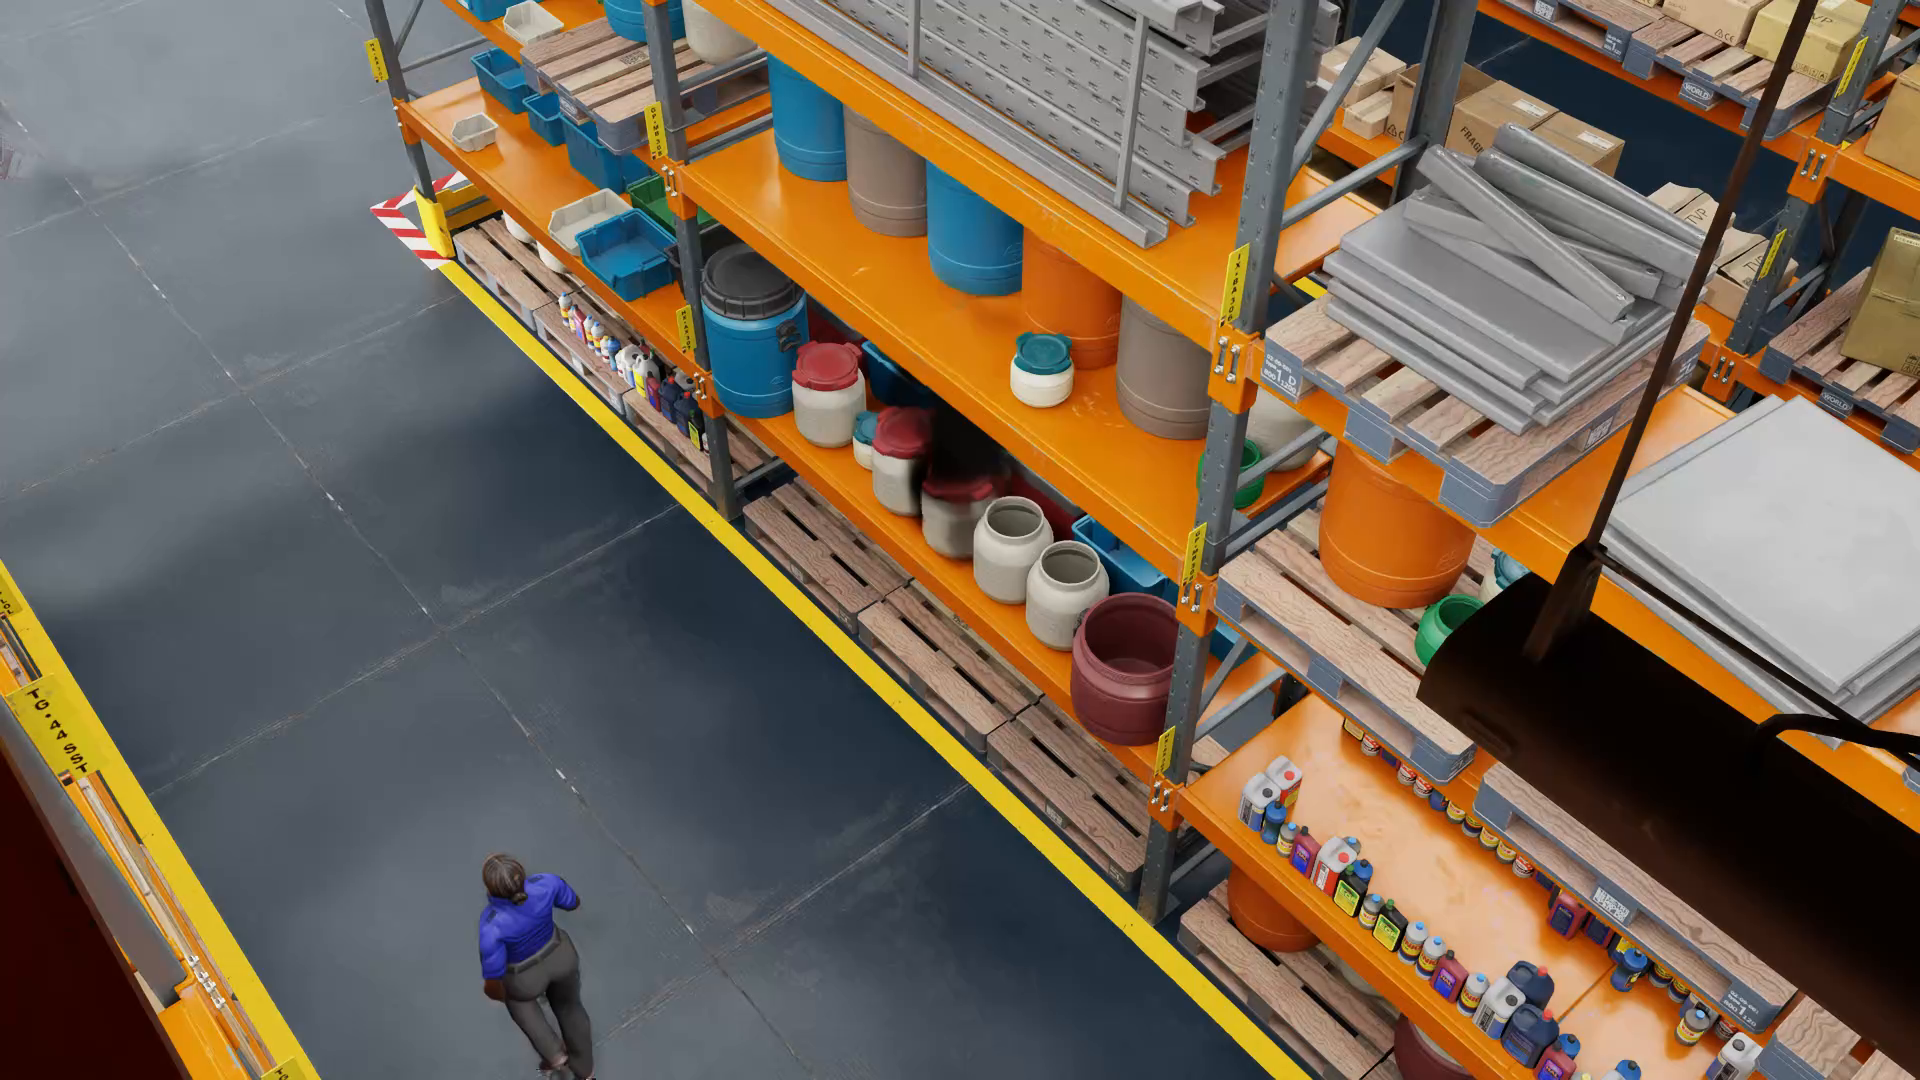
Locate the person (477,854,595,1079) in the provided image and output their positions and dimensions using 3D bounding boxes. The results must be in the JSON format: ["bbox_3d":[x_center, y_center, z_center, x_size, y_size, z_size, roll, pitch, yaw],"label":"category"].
[{"bbox_3d":[-1.980,1.929,7.655,0.576,1.652,0.573,-33,55,-27],"label":"person"}]
